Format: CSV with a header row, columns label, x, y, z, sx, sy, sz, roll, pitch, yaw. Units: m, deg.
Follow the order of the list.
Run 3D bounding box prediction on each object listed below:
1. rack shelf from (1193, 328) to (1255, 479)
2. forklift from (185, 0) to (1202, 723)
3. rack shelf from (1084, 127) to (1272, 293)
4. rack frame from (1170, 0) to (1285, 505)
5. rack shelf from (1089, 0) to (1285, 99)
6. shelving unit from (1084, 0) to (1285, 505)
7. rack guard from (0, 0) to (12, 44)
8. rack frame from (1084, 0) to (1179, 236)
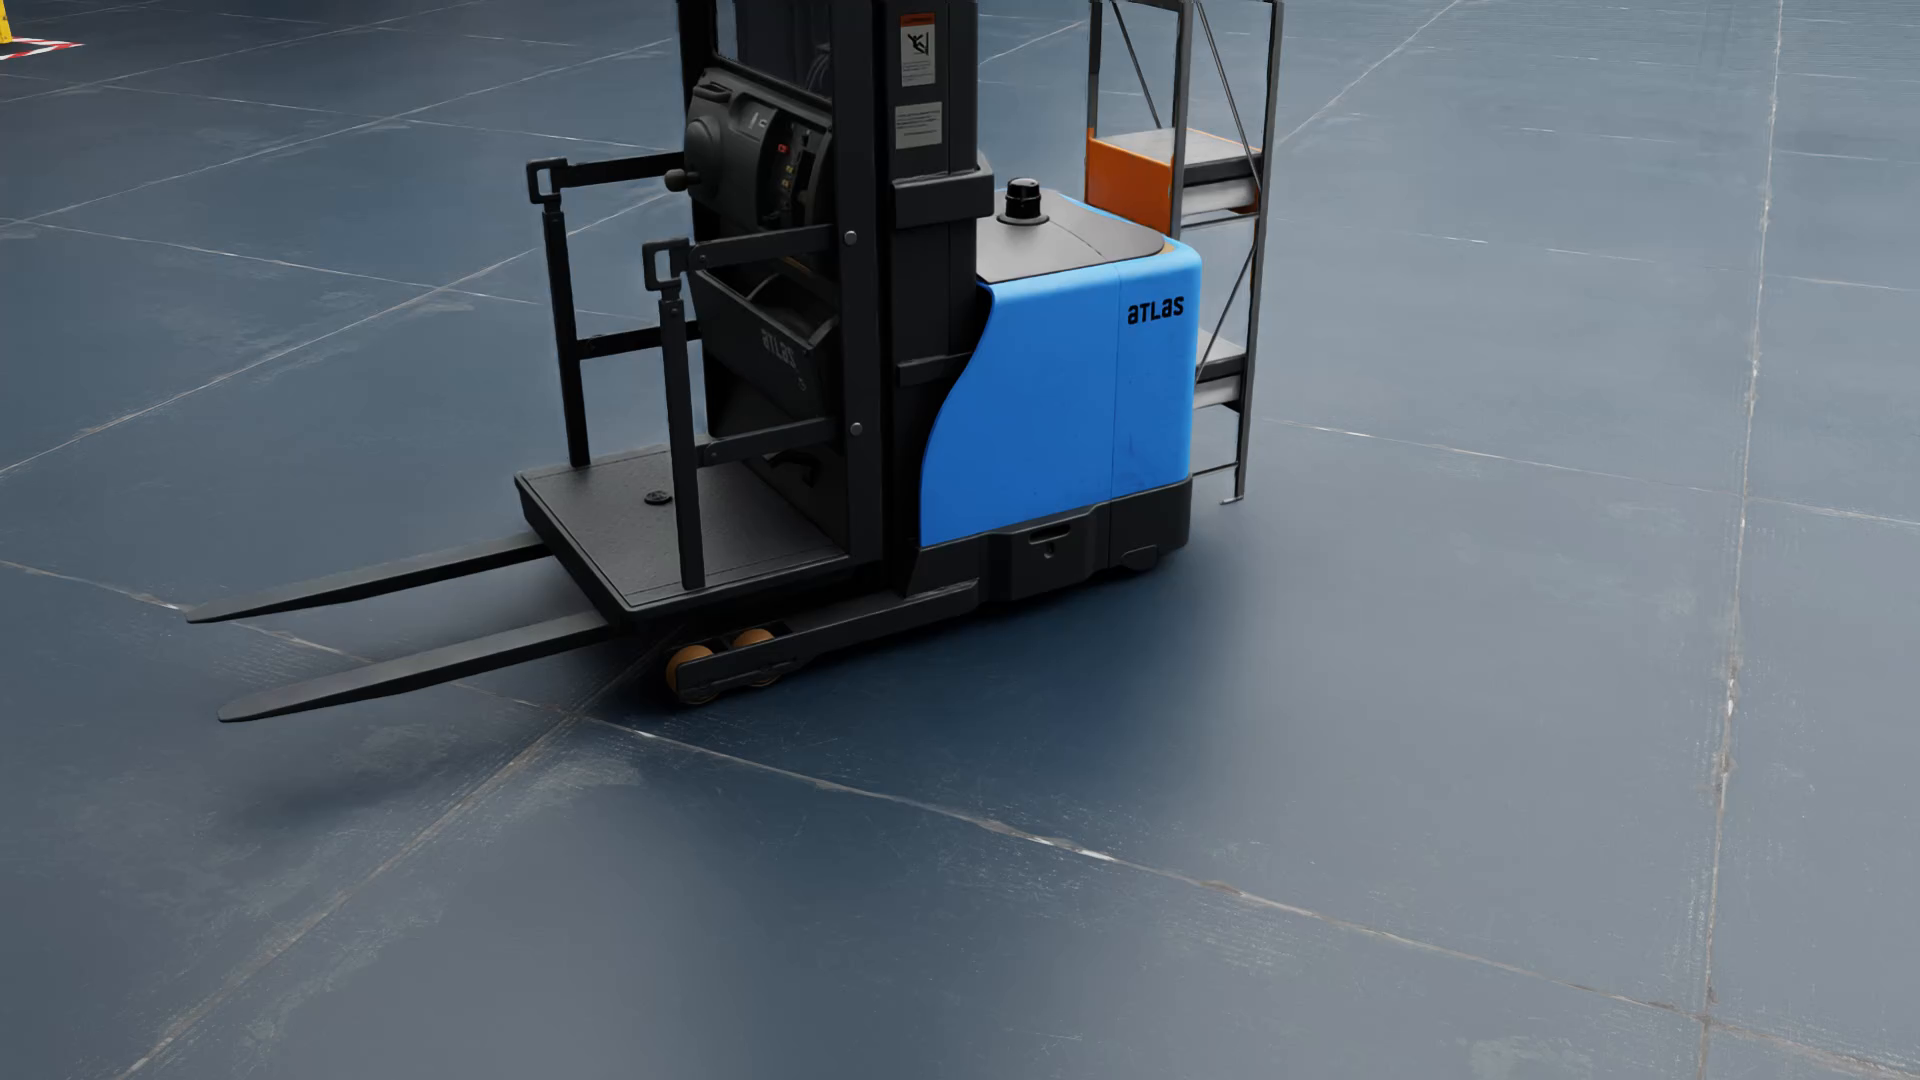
label,x,y,z,sx,sy,sz,roll,pitch,yaw
rack shelf,0.732,-0.499,6.002,0.431,0.518,0.480,-15,30,-27
forklift,-0.765,-1.108,4.682,3.031,2.935,1.130,-14,30,-27
rack shelf,0.732,-1.127,5.693,0.431,0.518,0.480,-15,30,-27
rack frame,0.857,-1.047,5.499,0.400,2.100,0.015,-15,30,-27
rack shelf,0.732,-1.755,5.384,0.431,0.518,0.480,-15,30,-27
shelving unit,0.732,-1.139,5.687,0.431,2.100,0.503,-15,30,-27
rack guard,-8.754,-4.437,14.195,0.348,0.500,1.175,11,28,22
rack frame,0.607,-1.232,5.875,0.400,2.100,0.015,-15,30,-27
